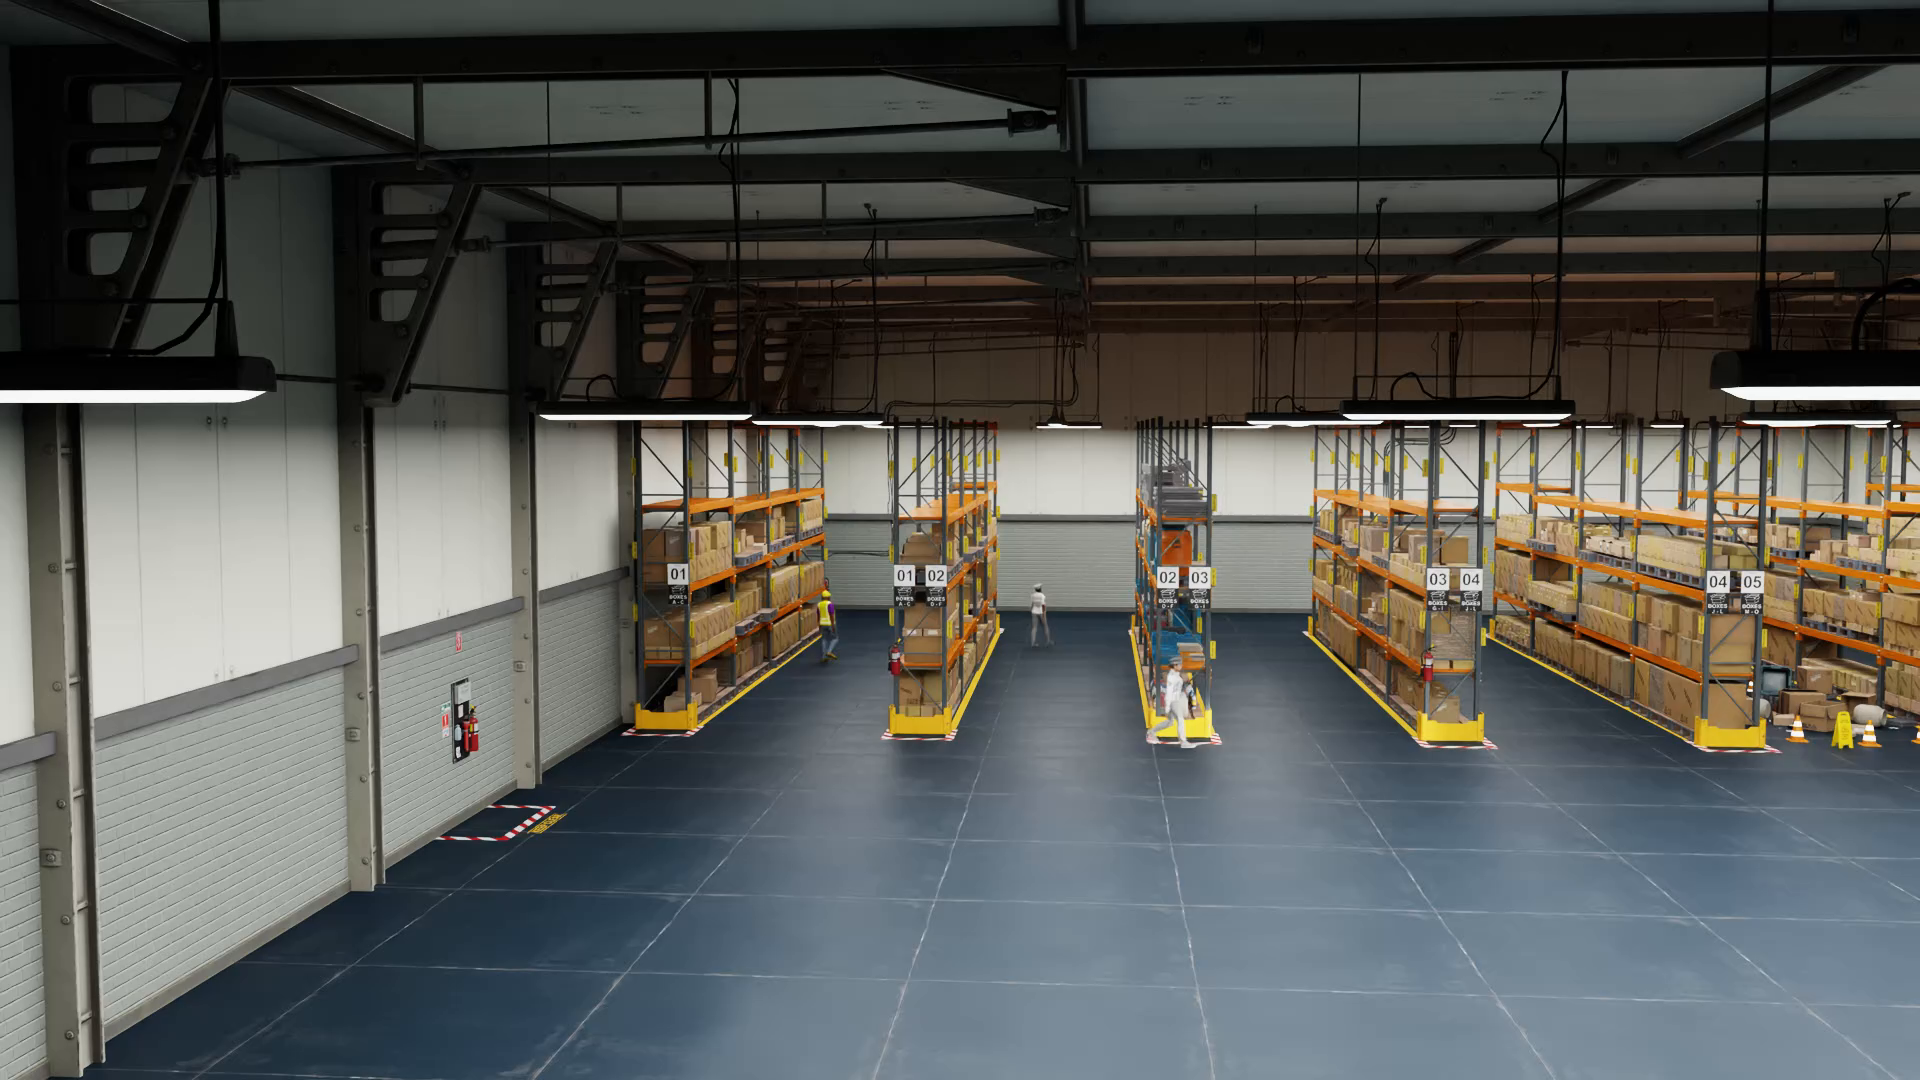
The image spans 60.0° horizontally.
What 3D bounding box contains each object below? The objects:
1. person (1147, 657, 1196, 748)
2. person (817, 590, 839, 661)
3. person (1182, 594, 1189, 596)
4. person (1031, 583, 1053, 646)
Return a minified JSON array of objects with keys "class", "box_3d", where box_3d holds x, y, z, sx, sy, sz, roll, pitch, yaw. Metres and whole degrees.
[{"class":"person","box_3d":[3.836,2.928,30.118,0.920,1.630,0.508,1,4,14]},{"class":"person","box_3d":[-3.318,2.128,41.418,0.583,1.752,0.482,2,4,24]},{"class":"person","box_3d":[6.774,1.623,49.325,0.522,1.702,1.088,0,4,-4]},{"class":"person","box_3d":[2.141,1.983,44.368,0.495,1.658,0.797,2,4,24]}]
